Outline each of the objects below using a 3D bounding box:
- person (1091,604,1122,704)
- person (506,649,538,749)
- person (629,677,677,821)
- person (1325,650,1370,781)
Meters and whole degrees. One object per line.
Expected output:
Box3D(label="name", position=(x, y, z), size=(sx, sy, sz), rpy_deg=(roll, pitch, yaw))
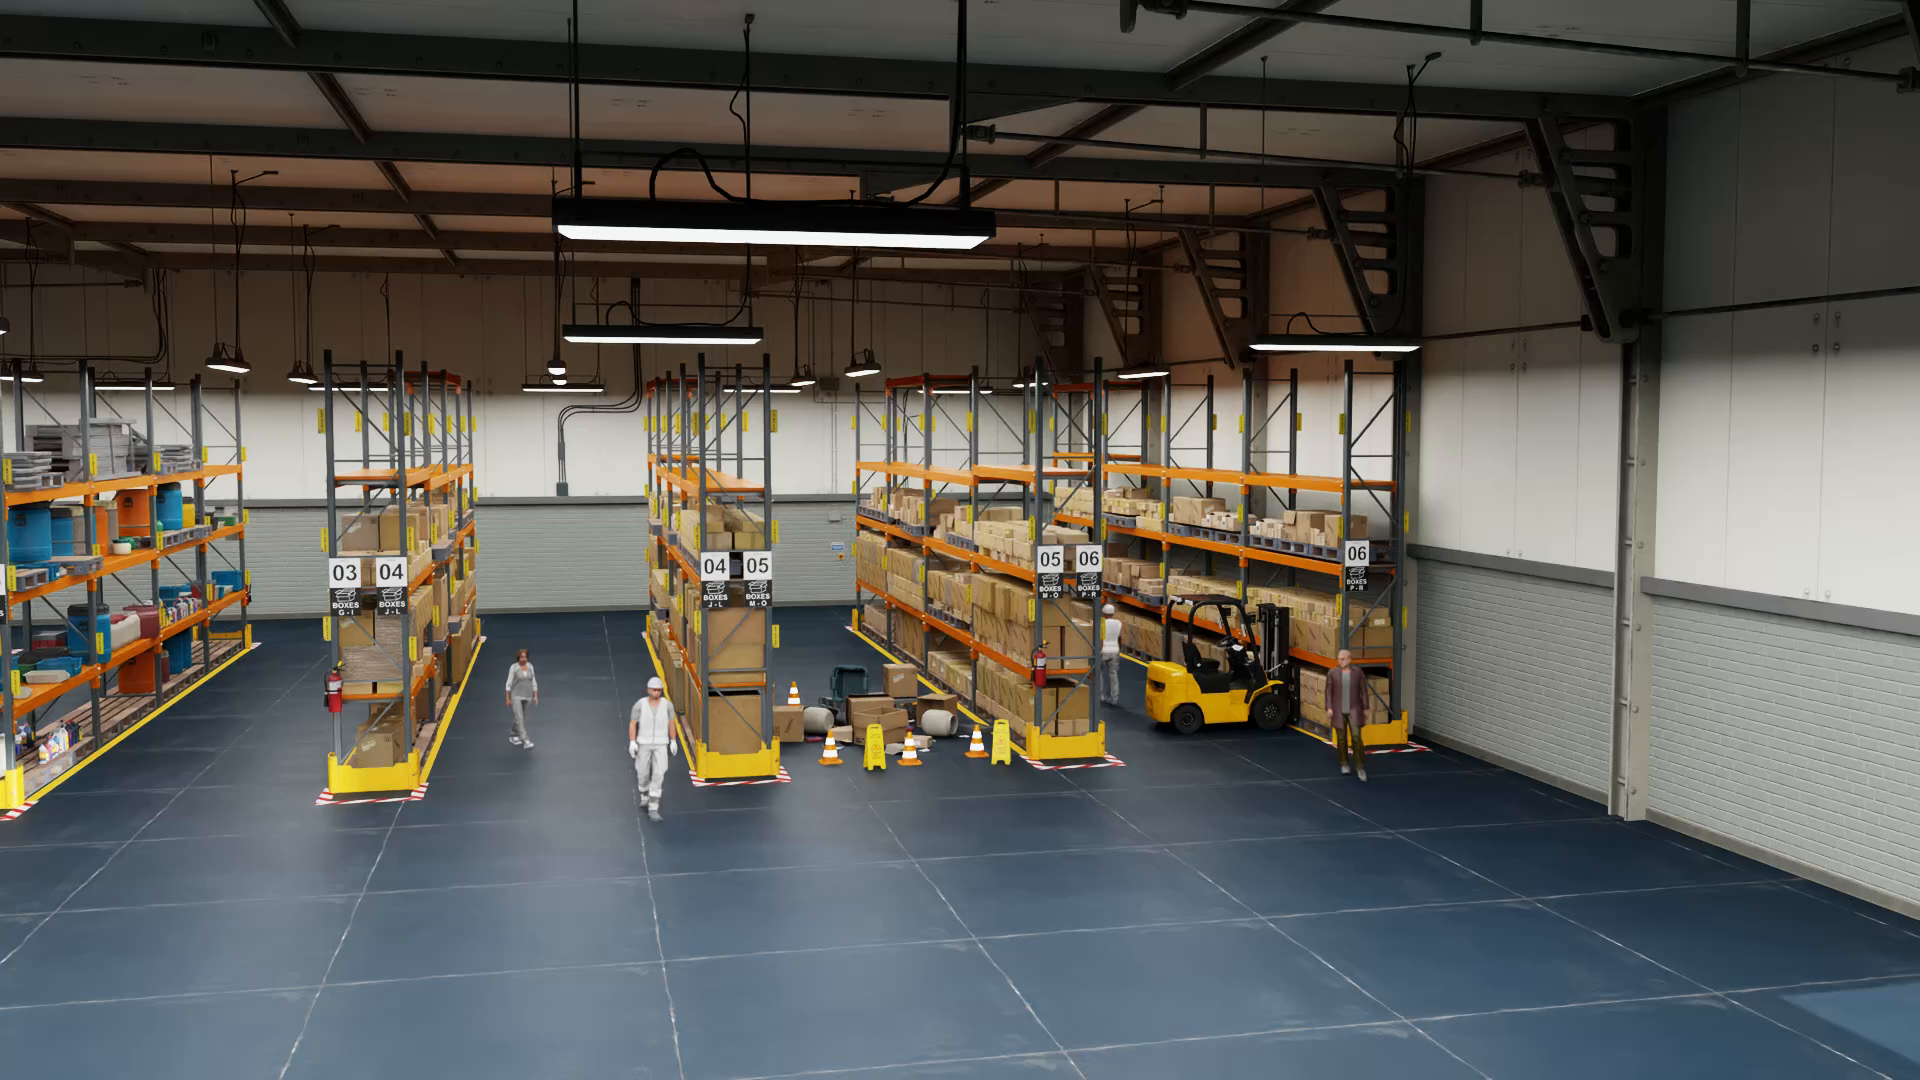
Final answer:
Box3D(label="person", position=(2.672, 2.057, 29.803), size=(0.572, 1.819, 0.556), rpy_deg=(-2, 4, -21))
Box3D(label="person", position=(-6.711, 2.439, 25.554), size=(1.021, 1.520, 0.430), rpy_deg=(4, 6, 44))
Box3D(label="person", position=(-3.927, 2.650, 21.327), size=(0.641, 1.784, 0.775), rpy_deg=(-1, 4, -18))
Box3D(label="person", position=(5.511, 2.477, 23.701), size=(0.651, 1.804, 0.669), rpy_deg=(1, 4, 19))
